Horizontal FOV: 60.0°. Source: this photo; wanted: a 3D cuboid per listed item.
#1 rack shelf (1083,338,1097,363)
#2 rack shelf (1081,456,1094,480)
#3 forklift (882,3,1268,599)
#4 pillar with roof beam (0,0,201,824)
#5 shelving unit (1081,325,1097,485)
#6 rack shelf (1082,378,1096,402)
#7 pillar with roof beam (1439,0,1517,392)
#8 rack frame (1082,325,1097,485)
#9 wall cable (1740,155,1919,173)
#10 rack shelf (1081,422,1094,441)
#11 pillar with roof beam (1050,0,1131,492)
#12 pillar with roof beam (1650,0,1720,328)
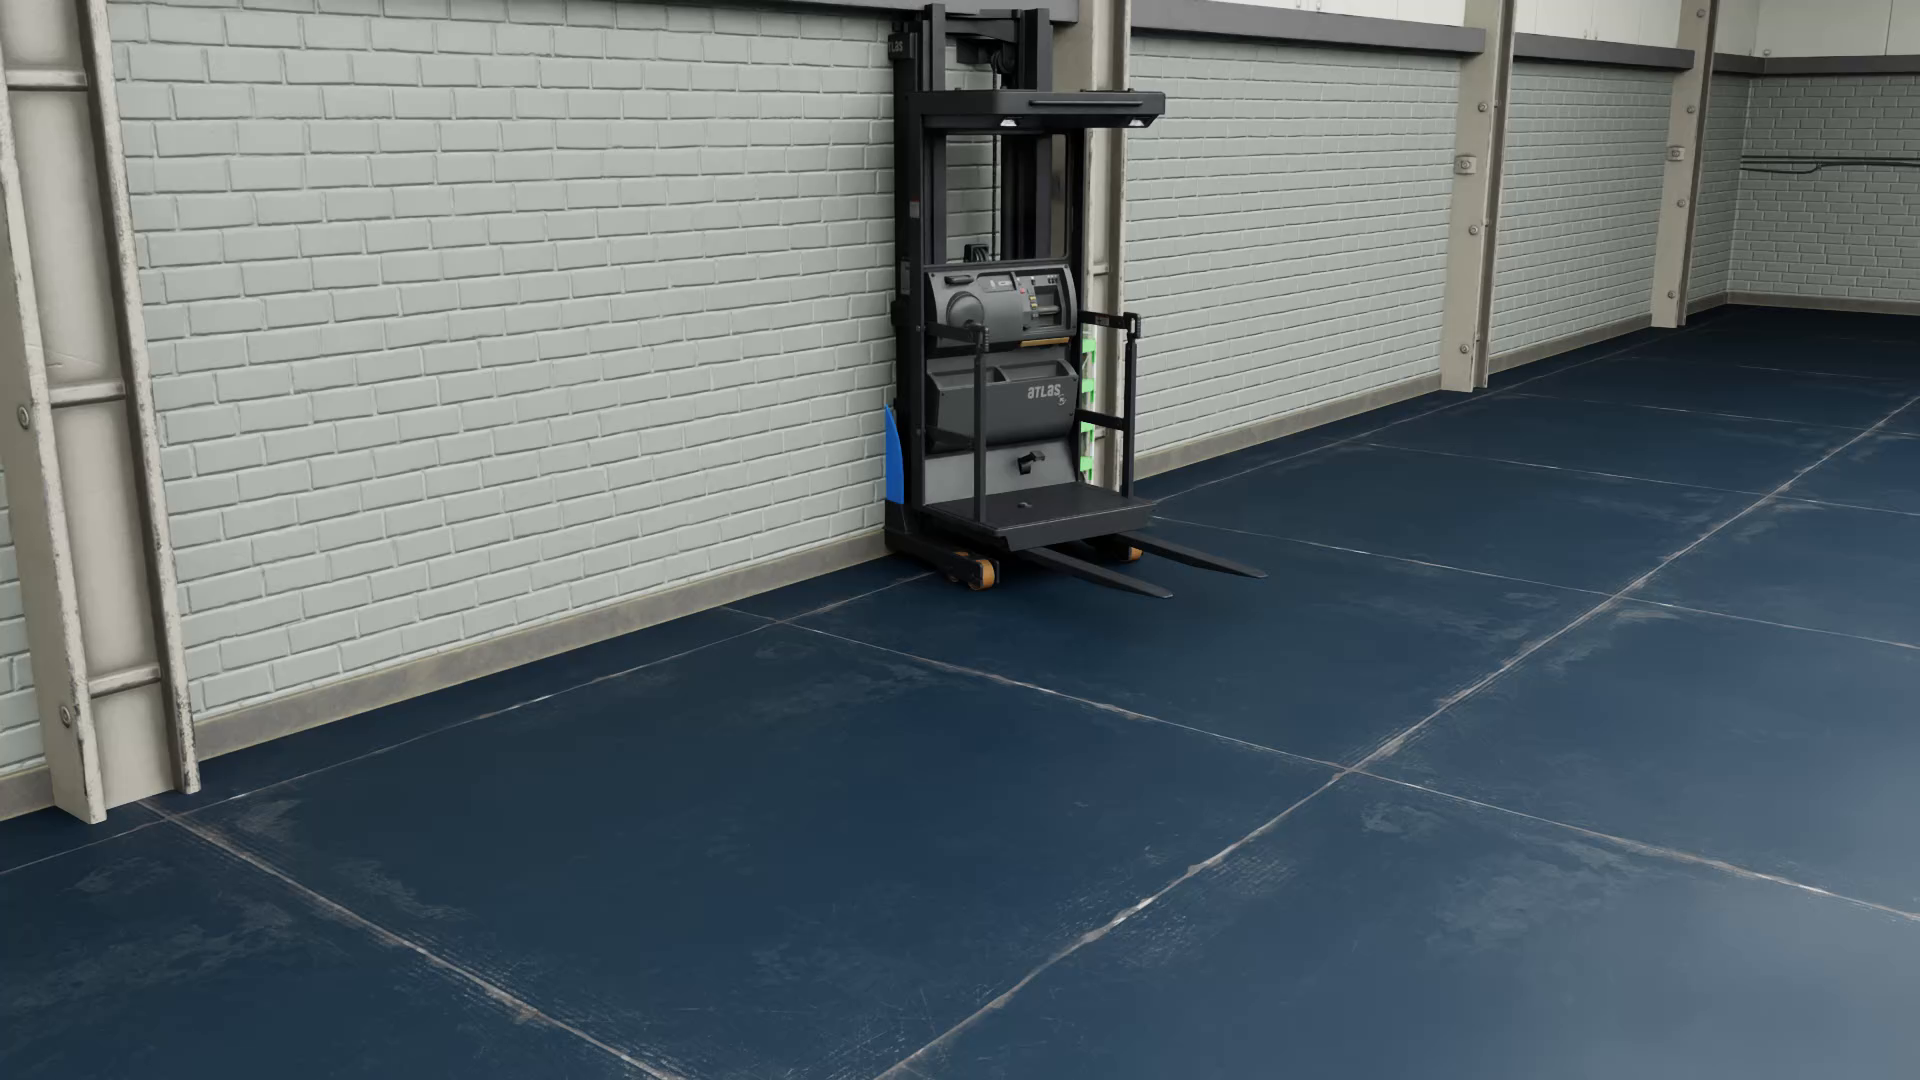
[{"bbox_3d":[0.574,-1.108,9.854,0.258,0.148,0.480,10,17,34],"label":"rack shelf"},{"bbox_3d":[0.571,-0.410,10.031,0.258,0.148,0.480,10,17,34],"label":"rack shelf"},{"bbox_3d":[0.357,-1.293,8.760,1.130,2.935,3.031,-10,17,-33],"label":"forklift"},{"bbox_3d":[0.348,-2.773,2.261,9.100,9.000,0.400,11,18,38],"label":"pillar with roof beam"},{"bbox_3d":[0.573,-0.705,9.956,0.258,1.200,0.503,10,17,34],"label":"shelving unit"},{"bbox_3d":[0.573,-0.876,9.913,0.258,0.148,0.480,10,17,34],"label":"rack shelf"},{"bbox_3d":[7.890,-5.071,11.307,9.100,9.000,0.400,11,18,38],"label":"pillar with roof beam"},{"bbox_3d":[0.715,-0.753,10.148,0.240,1.200,0.015,10,17,34],"label":"rack frame"},{"bbox_3d":[11.193,-5.741,20.251,3.097,2.526,0.112,11,18,38],"label":"wall cable"},{"bbox_3d":[0.572,-0.643,9.972,0.258,0.148,0.480,10,17,34],"label":"rack shelf"},{"bbox_3d":[4.119,-3.922,6.784,9.100,9.000,0.400,11,18,38],"label":"pillar with roof beam"},{"bbox_3d":[11.661,-6.220,15.831,9.100,9.000,0.400,11,18,38],"label":"pillar with roof beam"}]
